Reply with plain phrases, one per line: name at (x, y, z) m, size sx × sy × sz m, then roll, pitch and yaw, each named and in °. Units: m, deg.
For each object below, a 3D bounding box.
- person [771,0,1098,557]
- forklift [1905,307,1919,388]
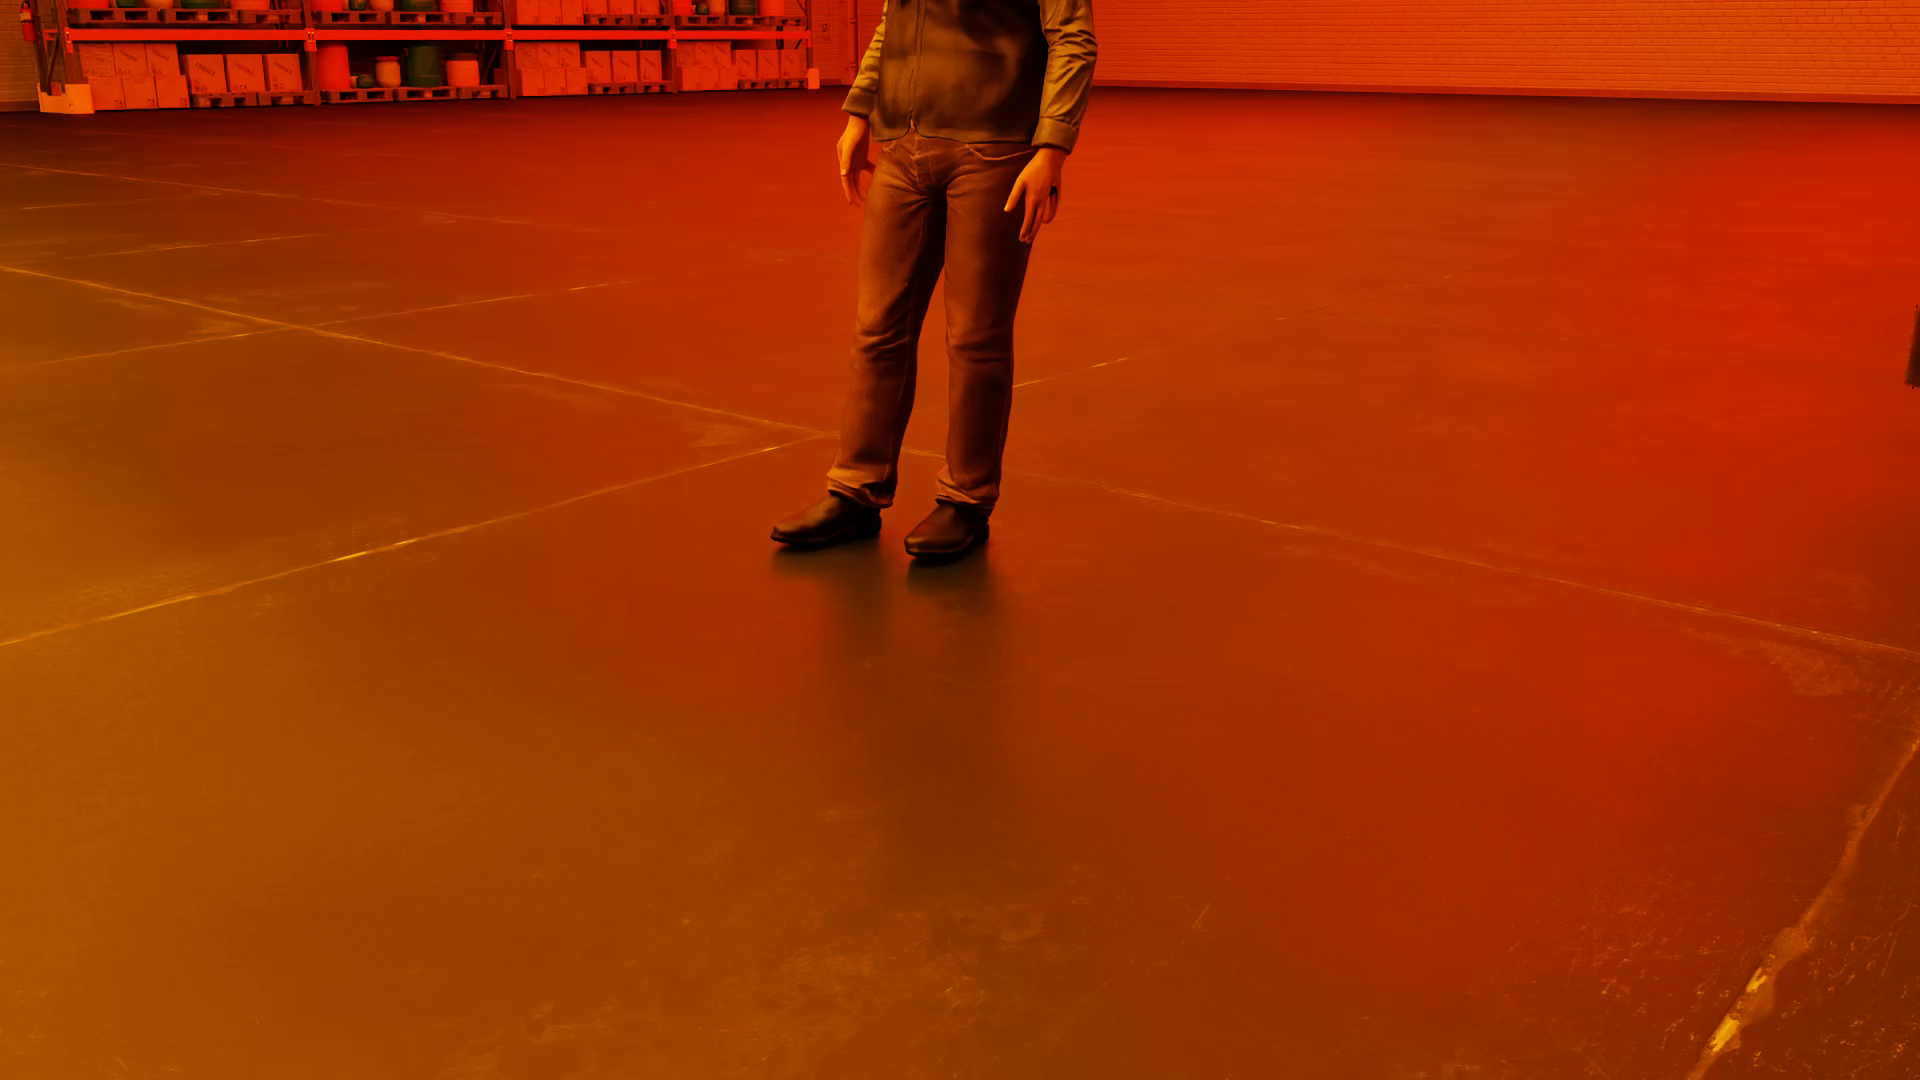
person at (-0.046, -0.818, 3.649) m, size 0.632 × 1.720 × 0.568 m, roll 13°, pitch 21°, yaw 37°
forklift at (4.619, -1.838, 4.949) m, size 3.031 × 2.935 × 1.130 m, roll -5°, pitch 18°, yaw -17°
